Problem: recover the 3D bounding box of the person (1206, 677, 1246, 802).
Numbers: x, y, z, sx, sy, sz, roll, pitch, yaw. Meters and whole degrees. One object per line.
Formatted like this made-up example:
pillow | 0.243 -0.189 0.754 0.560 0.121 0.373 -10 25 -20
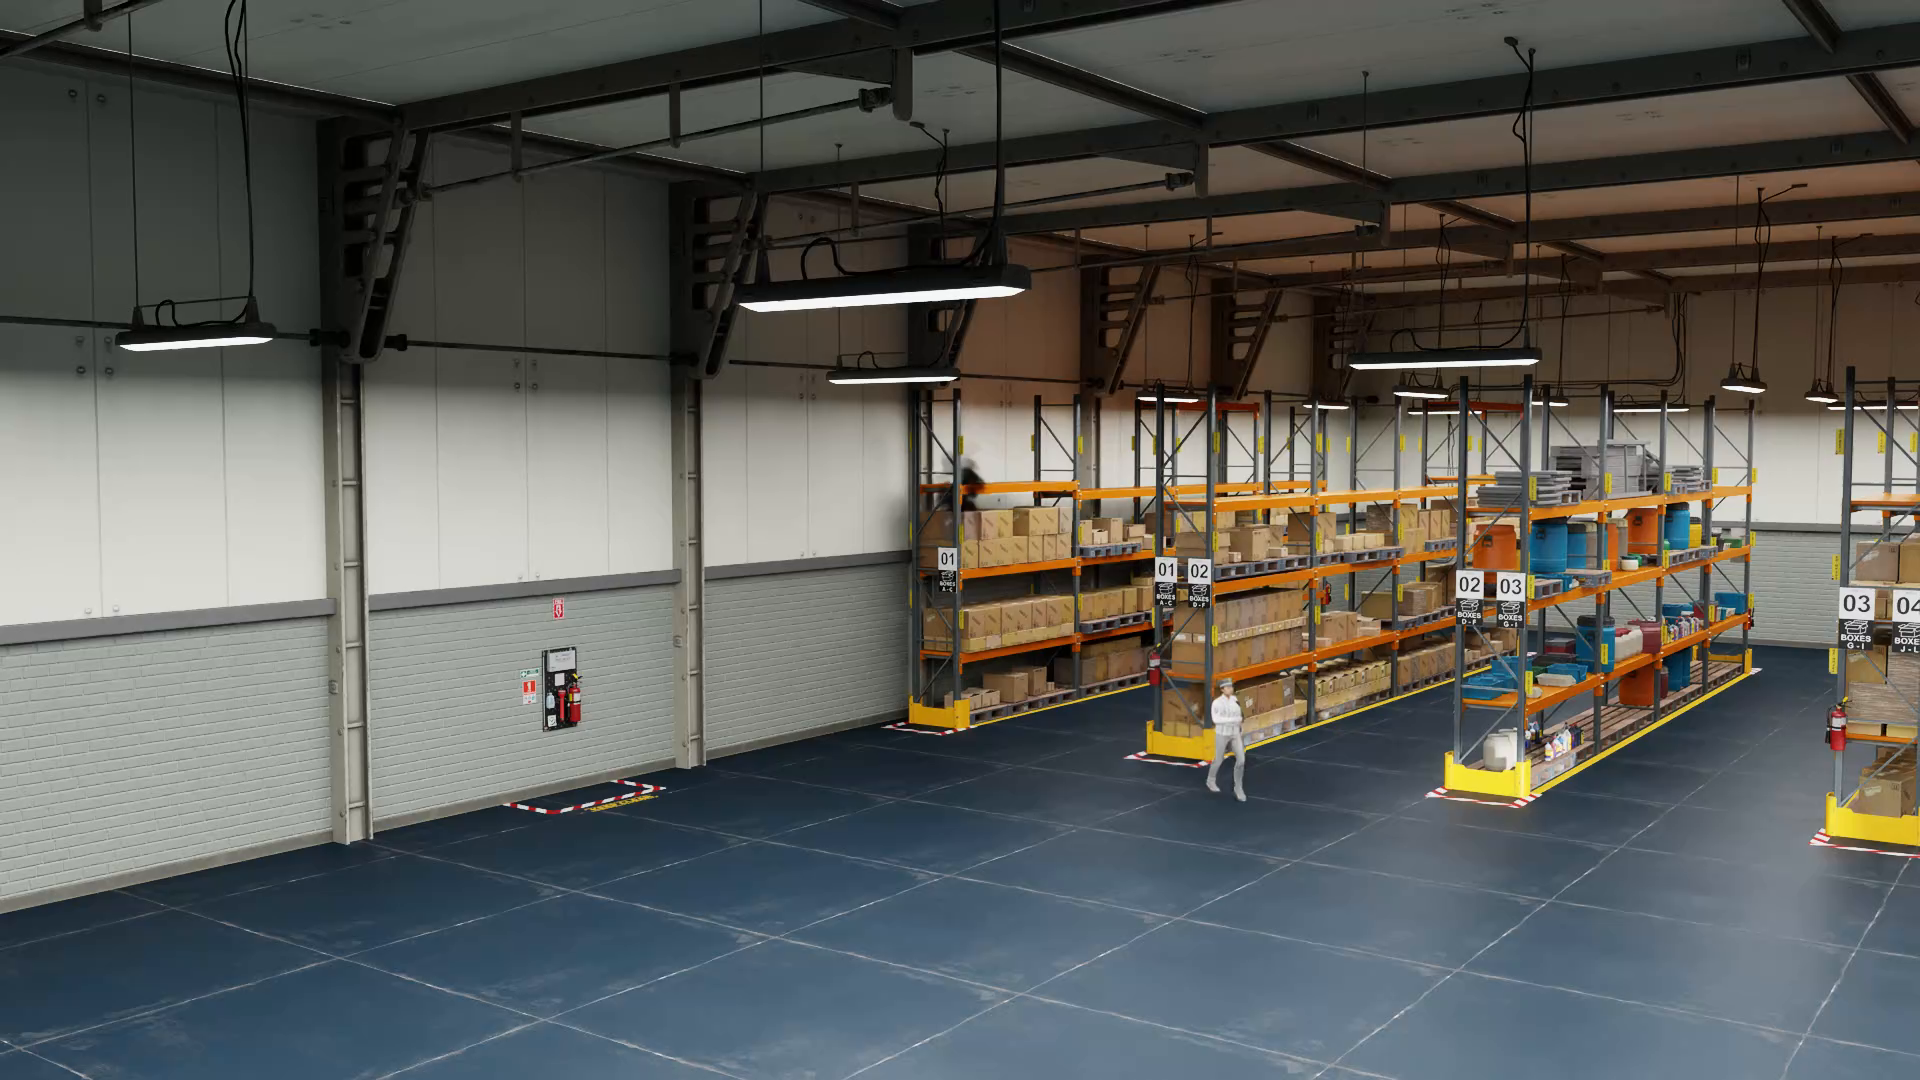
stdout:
person | 3.790 2.809 23.611 0.582 1.752 0.760 -1 4 -24
